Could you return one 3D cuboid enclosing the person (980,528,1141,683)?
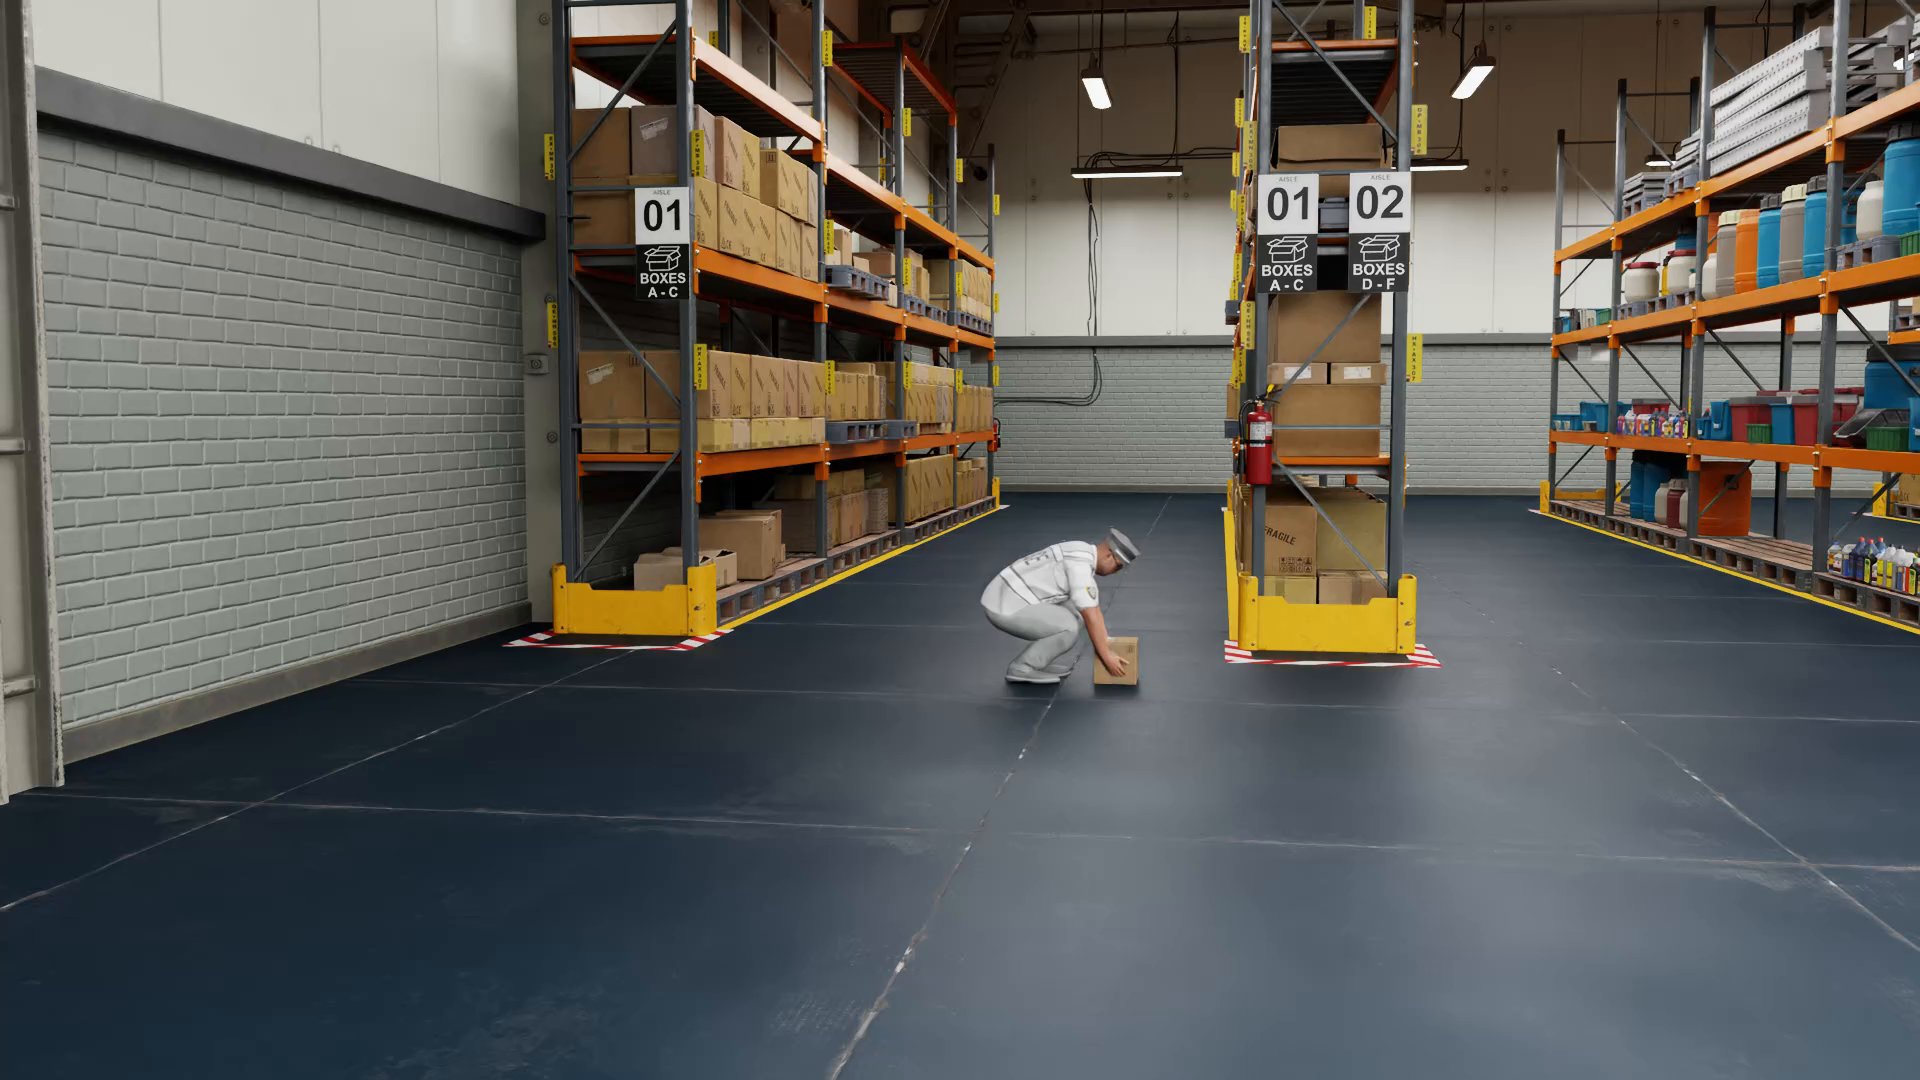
[{"bbox_3d":[0.607,0.390,10.011,0.953,0.920,0.562,1,4,9],"label":"person"}]
